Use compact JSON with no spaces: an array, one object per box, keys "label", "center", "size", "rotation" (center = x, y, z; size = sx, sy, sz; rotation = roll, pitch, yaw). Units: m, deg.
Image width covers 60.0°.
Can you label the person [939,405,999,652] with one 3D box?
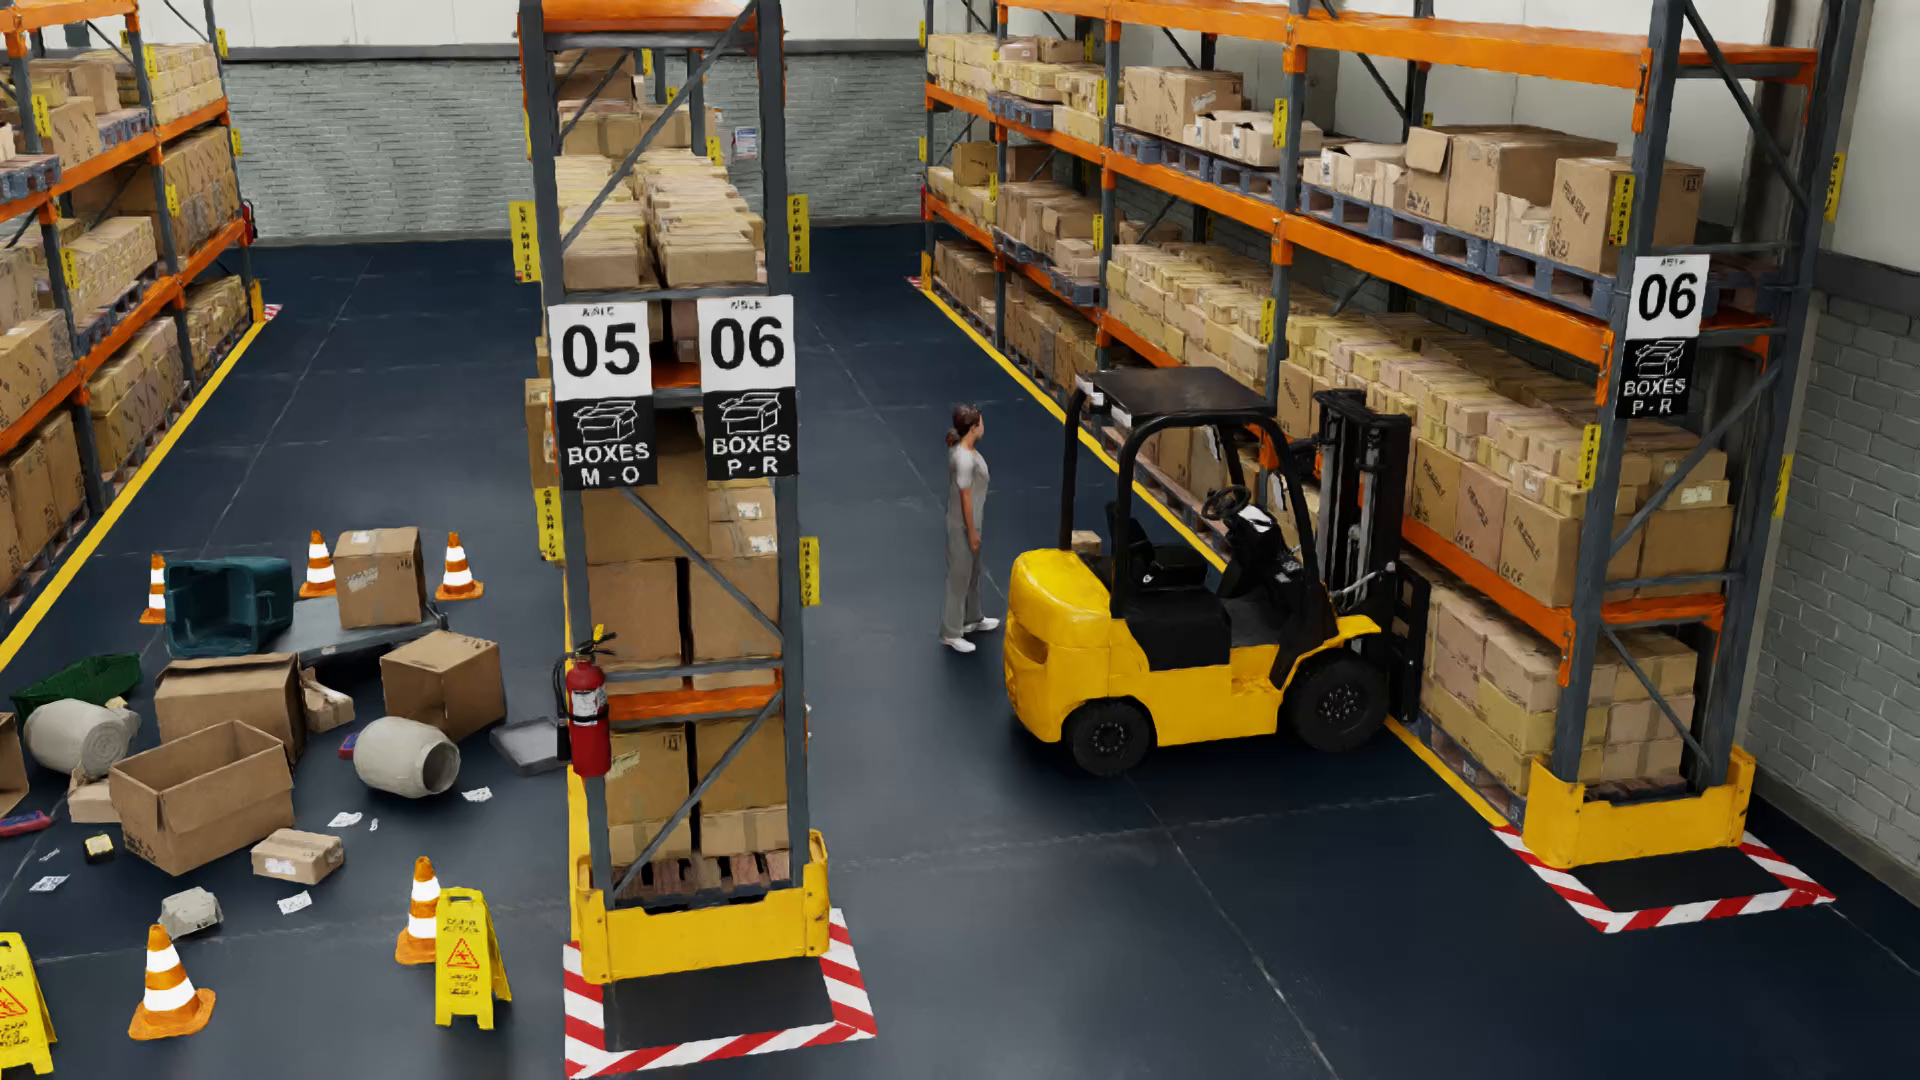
[{"label":"person","center":[0.063,-0.103,11.289],"size":[0.412,1.674,0.537],"rotation":[0,20,1]}]
